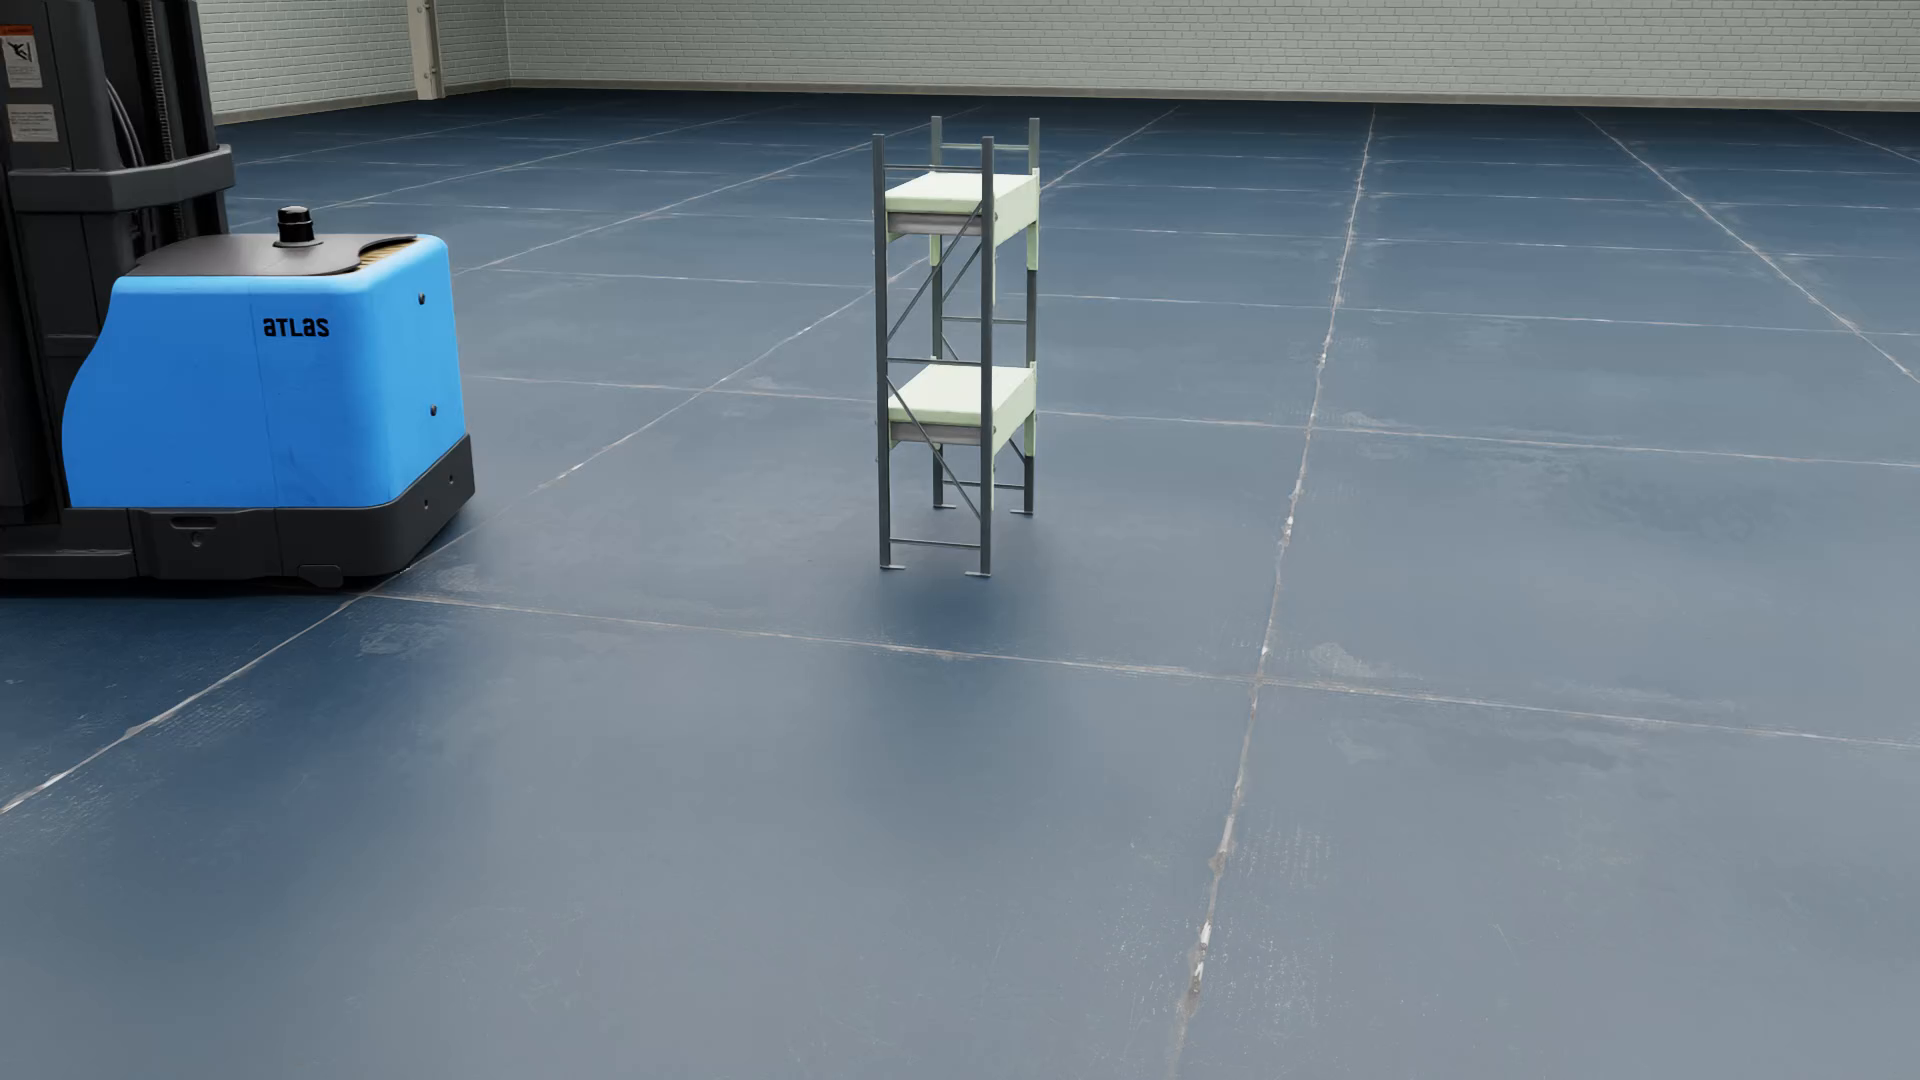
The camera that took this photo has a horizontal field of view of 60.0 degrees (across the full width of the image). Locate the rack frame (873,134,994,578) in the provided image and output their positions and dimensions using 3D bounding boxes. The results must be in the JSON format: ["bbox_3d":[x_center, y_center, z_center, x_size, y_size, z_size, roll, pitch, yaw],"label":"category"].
[{"bbox_3d":[-0.088,-0.597,5.615,0.400,1.500,0.023,5,19,13],"label":"rack frame"}]

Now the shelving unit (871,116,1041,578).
[{"bbox_3d":[0.002,-0.712,5.951,0.431,1.500,0.755,5,19,13],"label":"shelving unit"}]

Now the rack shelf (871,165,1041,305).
[{"bbox_3d":[0.002,-1.081,5.825,0.431,0.370,0.720,5,19,13],"label":"rack shelf"}]

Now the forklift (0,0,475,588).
[{"bbox_3d":[-3.413,-1.367,5.656,3.031,2.935,1.130,0,19,0],"label":"forklift"}]

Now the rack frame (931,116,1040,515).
[{"bbox_3d":[0.091,-0.827,6.287,0.400,1.500,0.023,5,19,13],"label":"rack frame"}]

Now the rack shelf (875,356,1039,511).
[{"bbox_3d":[0.002,-0.403,6.057,0.431,0.370,0.720,5,19,13],"label":"rack shelf"}]

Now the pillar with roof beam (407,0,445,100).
[{"bbox_3d":[-4.658,-11.287,25.312,9.100,9.000,0.400,5,19,13],"label":"pillar with roof beam"}]
